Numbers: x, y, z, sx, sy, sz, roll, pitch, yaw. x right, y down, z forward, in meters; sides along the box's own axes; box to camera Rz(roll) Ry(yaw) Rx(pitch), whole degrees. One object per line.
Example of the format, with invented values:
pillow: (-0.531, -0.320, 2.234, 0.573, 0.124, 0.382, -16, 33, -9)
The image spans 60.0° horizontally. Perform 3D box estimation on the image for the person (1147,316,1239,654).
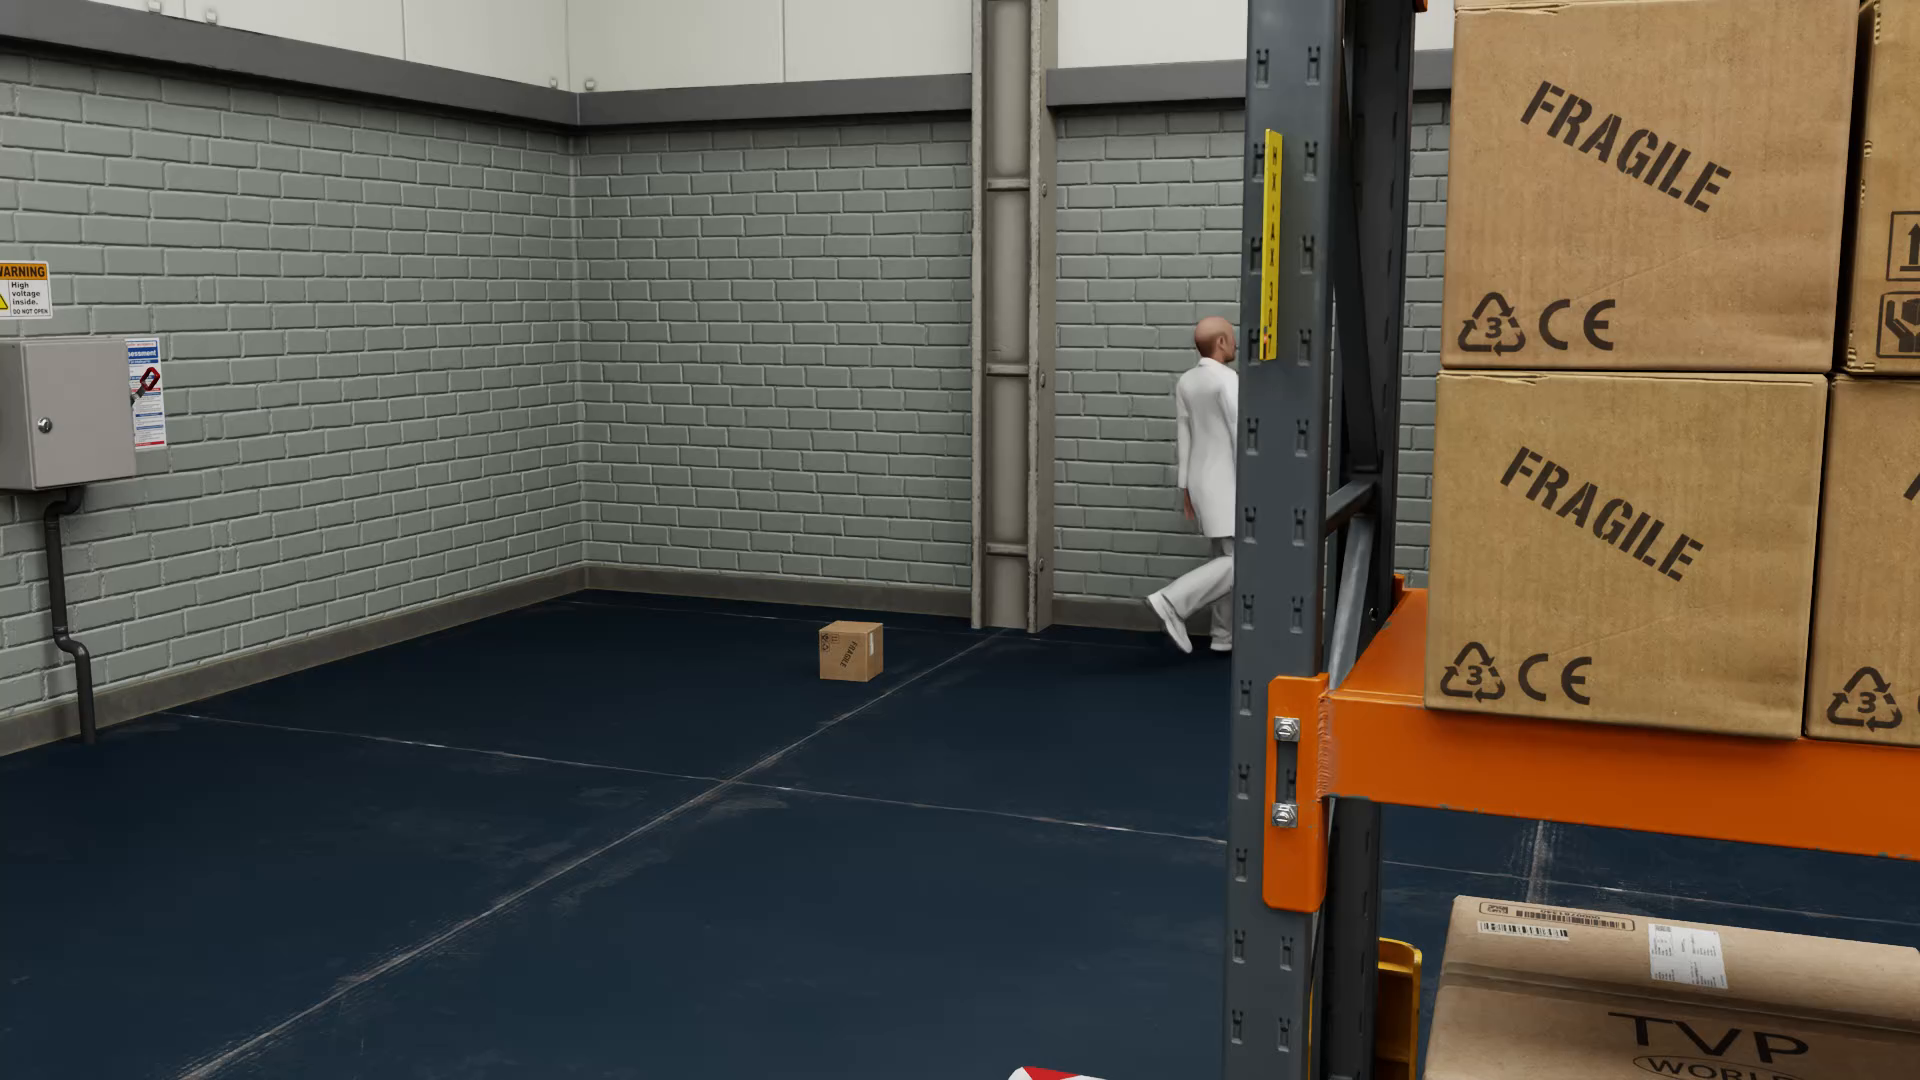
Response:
person: (1.314, -0.268, 8.566, 0.835, 1.753, 0.588, -4, 9, -23)
